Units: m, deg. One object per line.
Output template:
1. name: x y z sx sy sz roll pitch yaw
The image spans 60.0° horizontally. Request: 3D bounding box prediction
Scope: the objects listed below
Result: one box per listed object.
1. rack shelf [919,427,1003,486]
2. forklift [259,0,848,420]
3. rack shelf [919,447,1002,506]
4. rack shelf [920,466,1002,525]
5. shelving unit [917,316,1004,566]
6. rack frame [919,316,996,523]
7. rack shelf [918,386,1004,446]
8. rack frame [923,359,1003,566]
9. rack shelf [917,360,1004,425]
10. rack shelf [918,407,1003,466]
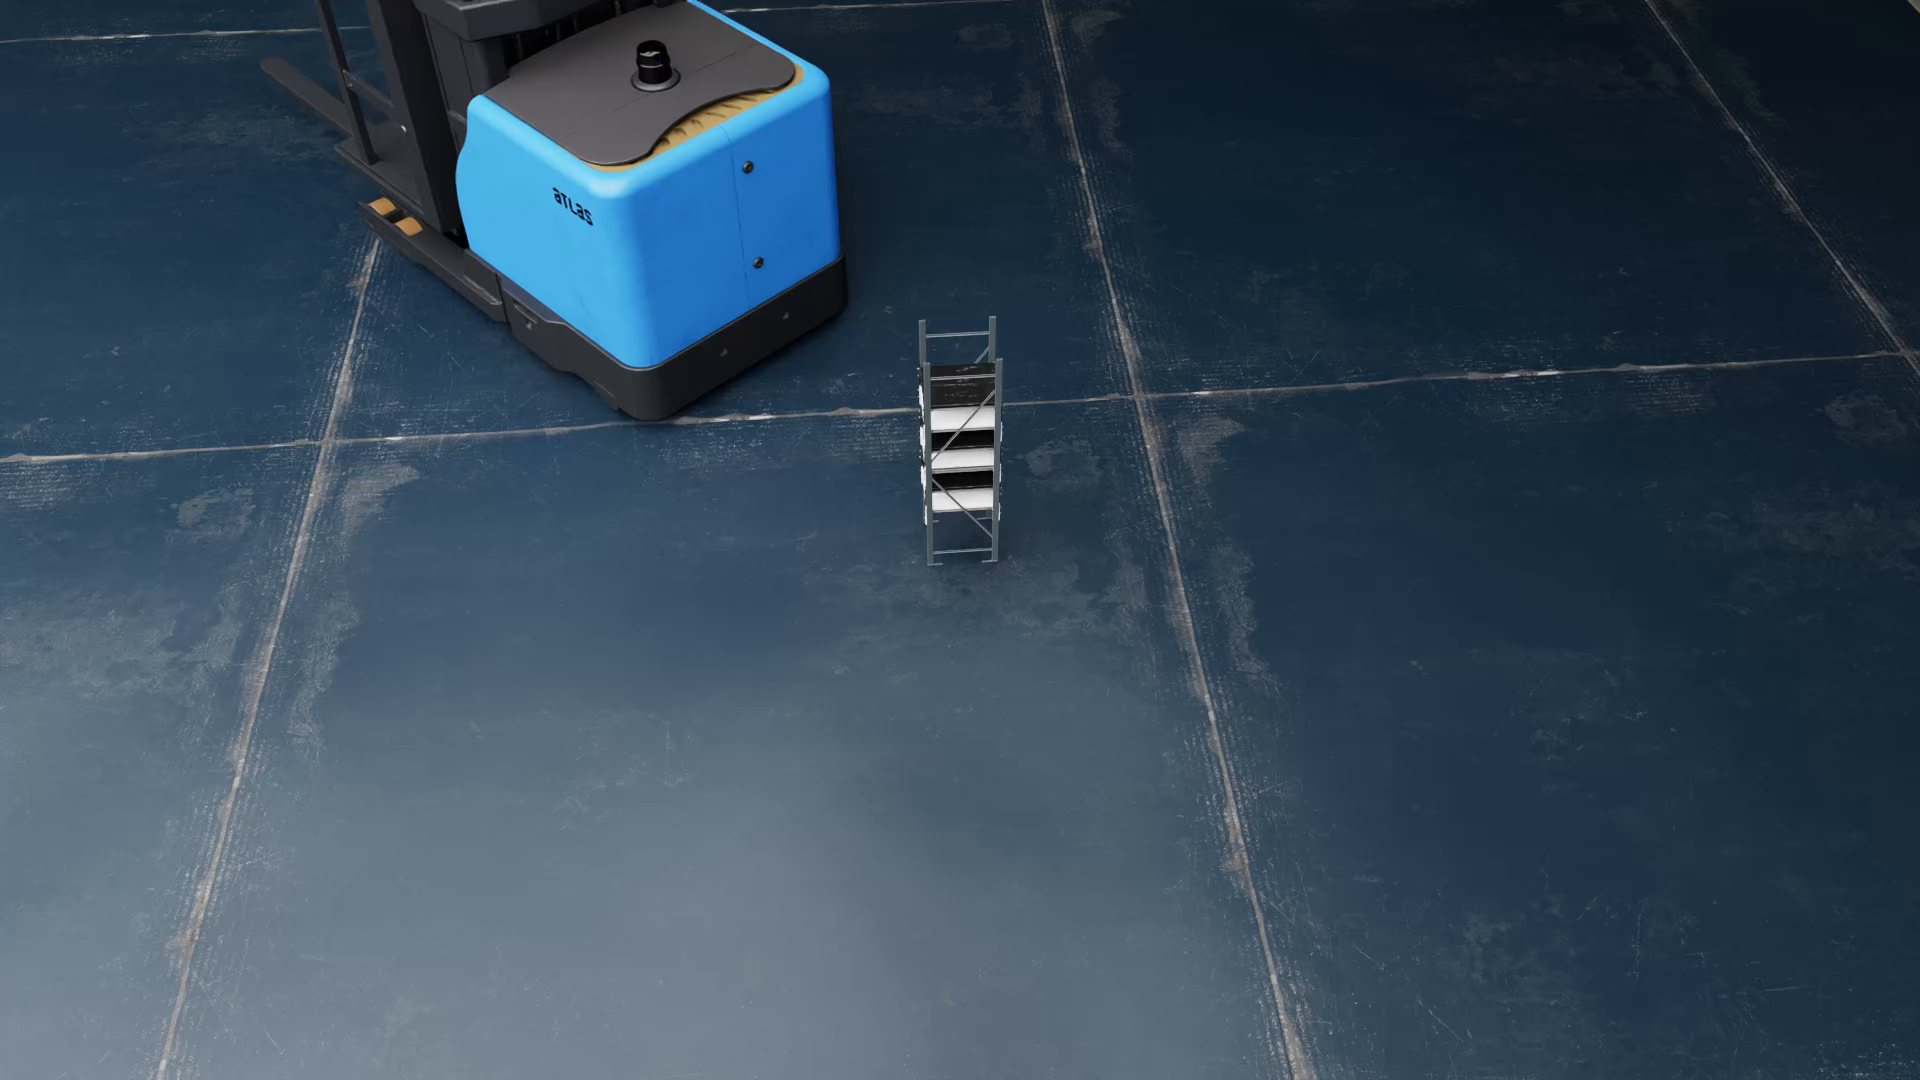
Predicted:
1. rack shelf: 0.001 -0.281 5.442 0.258 0.077 0.200 -3 47 -3
2. forklift: -1.842 -2.405 6.009 3.031 2.935 1.130 36 56 29
3. rack shelf: 0.001 -0.219 5.507 0.258 0.077 0.200 -3 47 -3
4. rack shelf: 0.001 -0.157 5.573 0.258 0.077 0.200 -3 47 -3
5. shelving unit: 0.001 -0.304 5.418 0.258 0.900 0.210 -3 47 -3
6. rack frame: -0.008 -0.377 5.487 0.240 0.900 0.006 -3 47 -3
7. rack shelf: 0.001 -0.404 5.311 0.258 0.077 0.200 -3 47 -3
8. rack frame: 0.009 -0.230 5.348 0.240 0.900 0.006 -3 47 -3
9. rack shelf: 0.001 -0.466 5.246 0.258 0.077 0.200 -3 47 -3
10. rack shelf: 0.001 -0.343 5.377 0.258 0.077 0.200 -3 47 -3
